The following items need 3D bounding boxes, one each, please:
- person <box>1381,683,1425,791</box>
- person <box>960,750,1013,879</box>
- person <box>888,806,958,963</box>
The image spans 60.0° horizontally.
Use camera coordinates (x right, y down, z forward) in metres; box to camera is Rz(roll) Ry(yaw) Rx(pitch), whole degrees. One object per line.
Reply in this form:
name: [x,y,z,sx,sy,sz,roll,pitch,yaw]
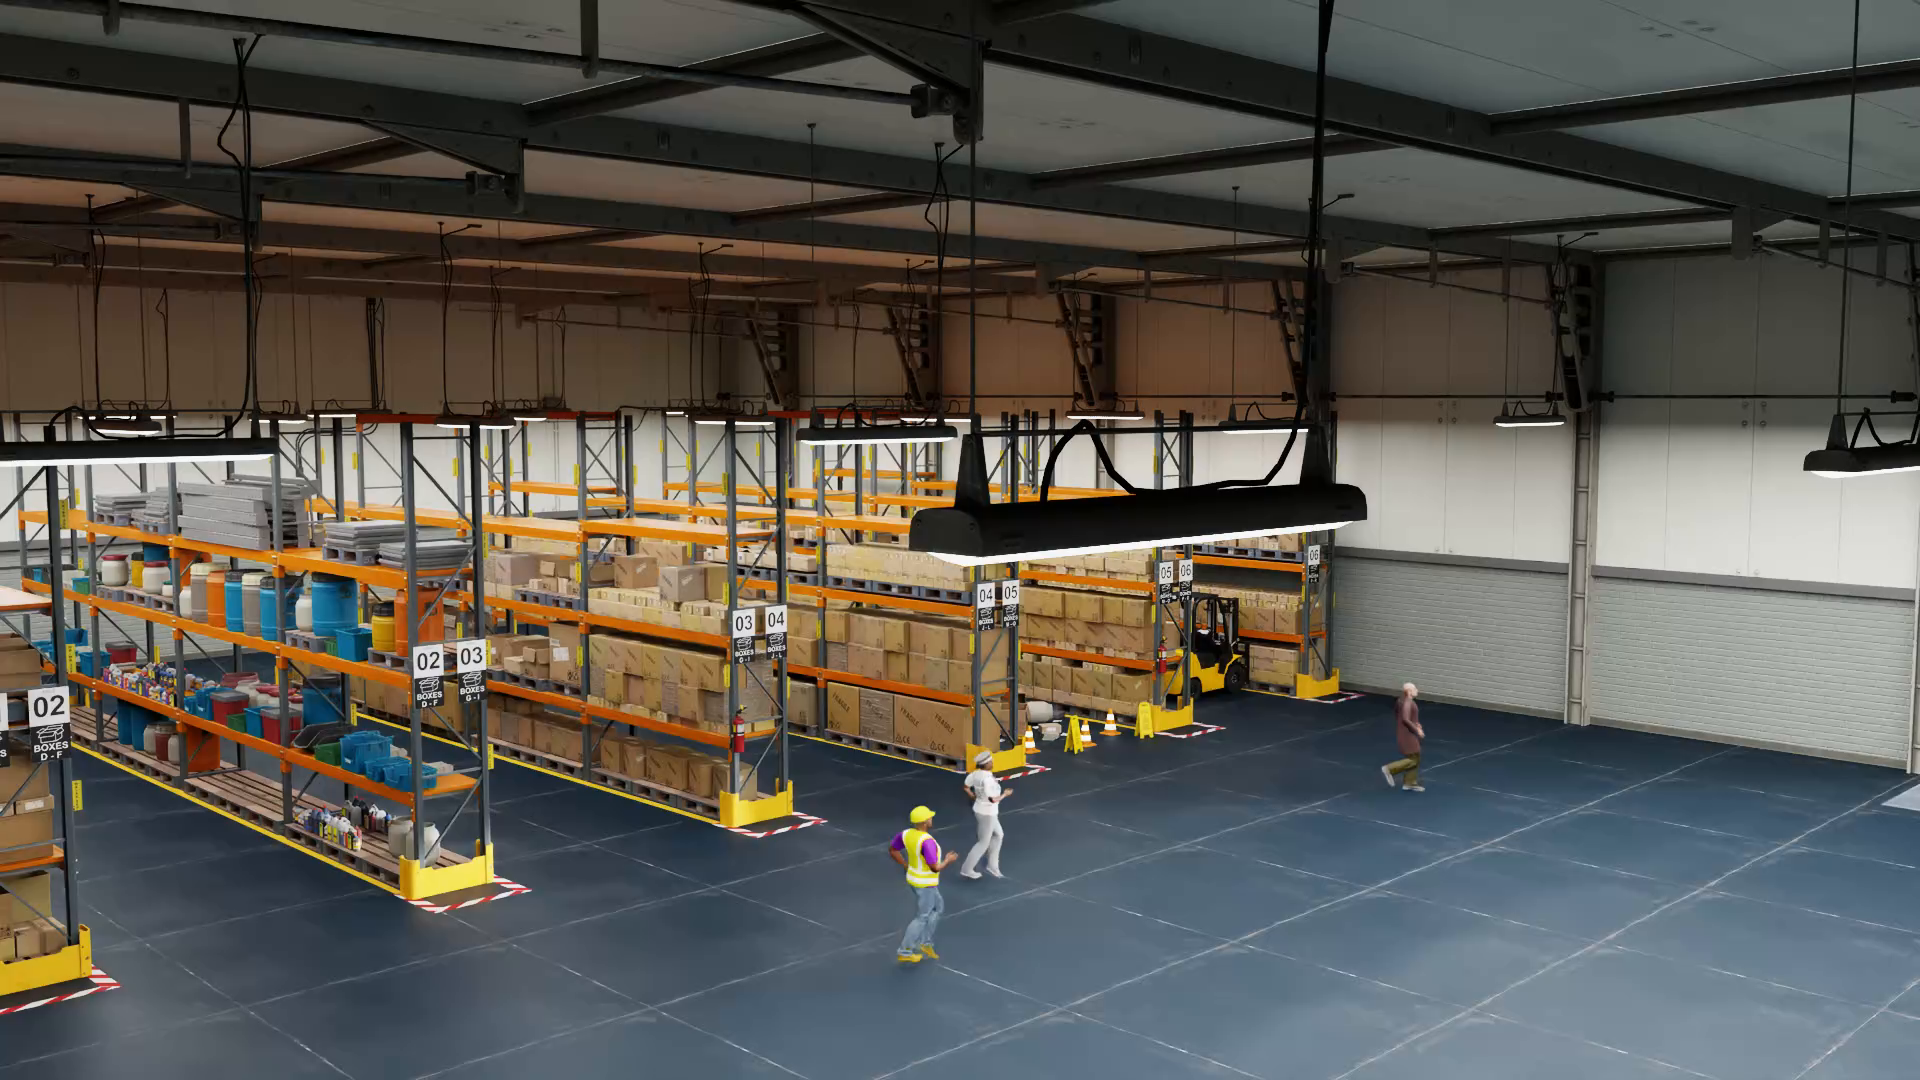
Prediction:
person: [7.105,3.157,26.658,0.743,1.761,0.712,0,5,2]
person: [0.342,3.606,21.677,0.700,1.756,0.556,-1,5,-14]
person: [-0.392,3.847,18.511,0.706,1.812,0.673,-2,5,-24]
